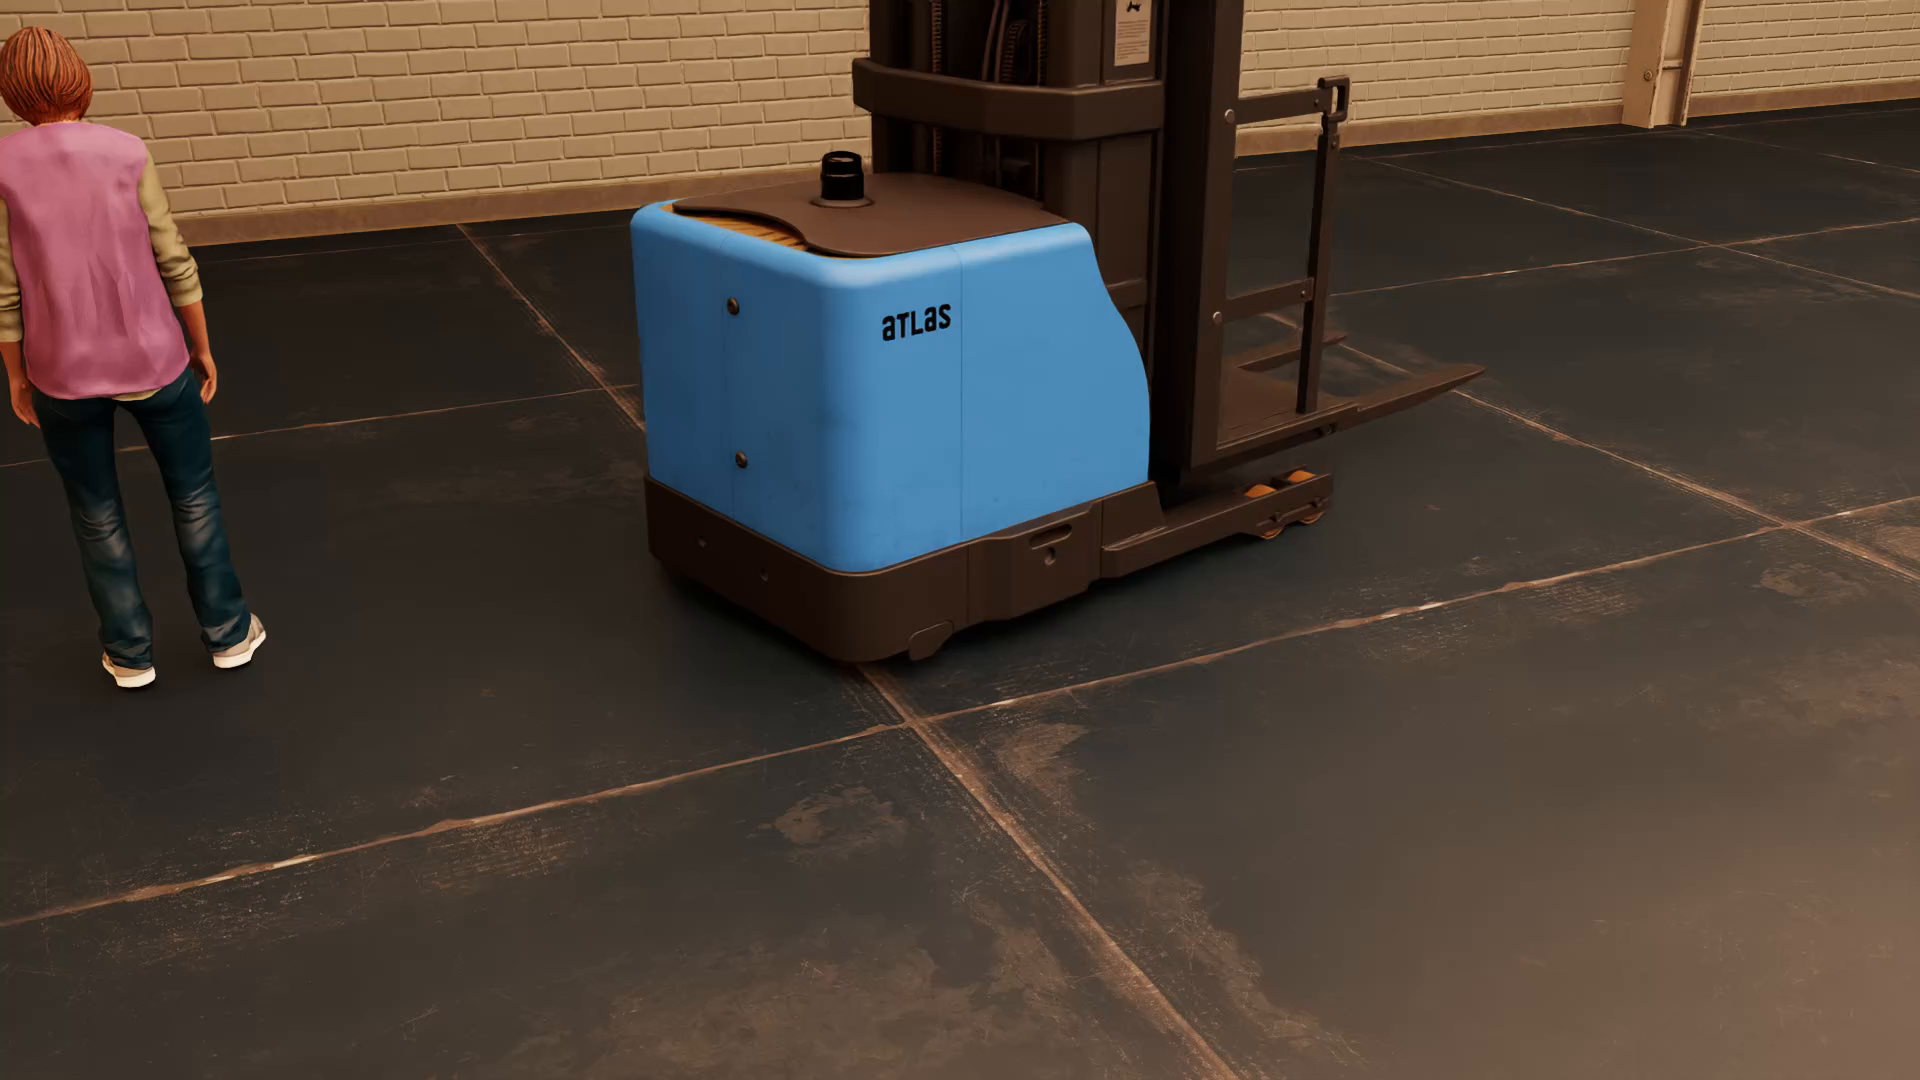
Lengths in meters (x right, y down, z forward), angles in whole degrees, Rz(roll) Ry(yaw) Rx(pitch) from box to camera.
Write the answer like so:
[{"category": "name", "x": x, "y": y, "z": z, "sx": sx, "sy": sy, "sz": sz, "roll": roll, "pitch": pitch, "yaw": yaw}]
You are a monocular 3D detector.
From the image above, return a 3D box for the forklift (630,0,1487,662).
[{"category": "forklift", "x": 0.544, "y": -1.492, "z": 4.878, "sx": 3.031, "sy": 2.935, "sz": 1.130, "roll": -18, "pitch": 29, "yaw": -37}]

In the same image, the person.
[{"category": "person", "x": -2.036, "y": -0.399, "z": 3.997, "sx": 0.466, "sy": 1.590, "sz": 0.348, "roll": -11, "pitch": 25, "yaw": -24}]
